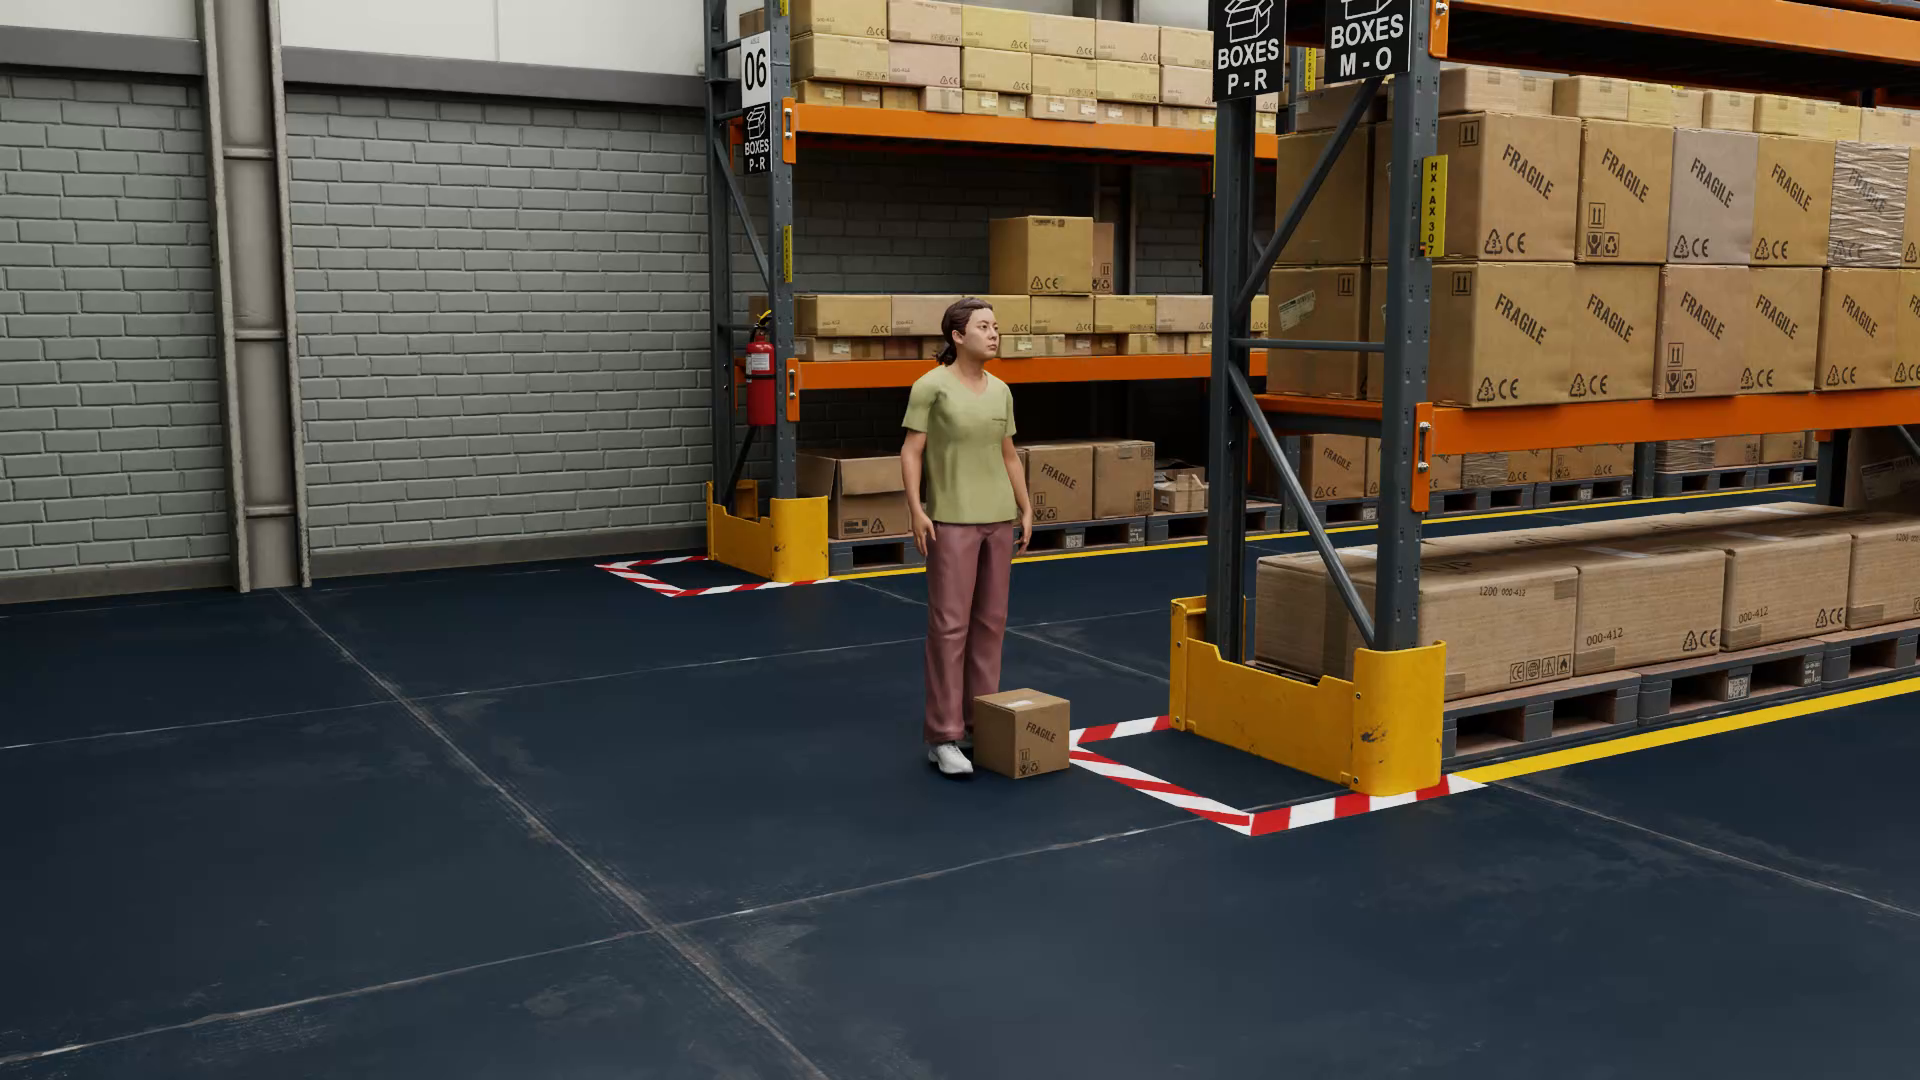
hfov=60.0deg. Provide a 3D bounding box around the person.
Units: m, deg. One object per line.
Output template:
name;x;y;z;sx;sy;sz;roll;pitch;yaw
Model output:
person;0.076;-0.032;6.043;0.553;1.659;0.527;-6;10;-34
